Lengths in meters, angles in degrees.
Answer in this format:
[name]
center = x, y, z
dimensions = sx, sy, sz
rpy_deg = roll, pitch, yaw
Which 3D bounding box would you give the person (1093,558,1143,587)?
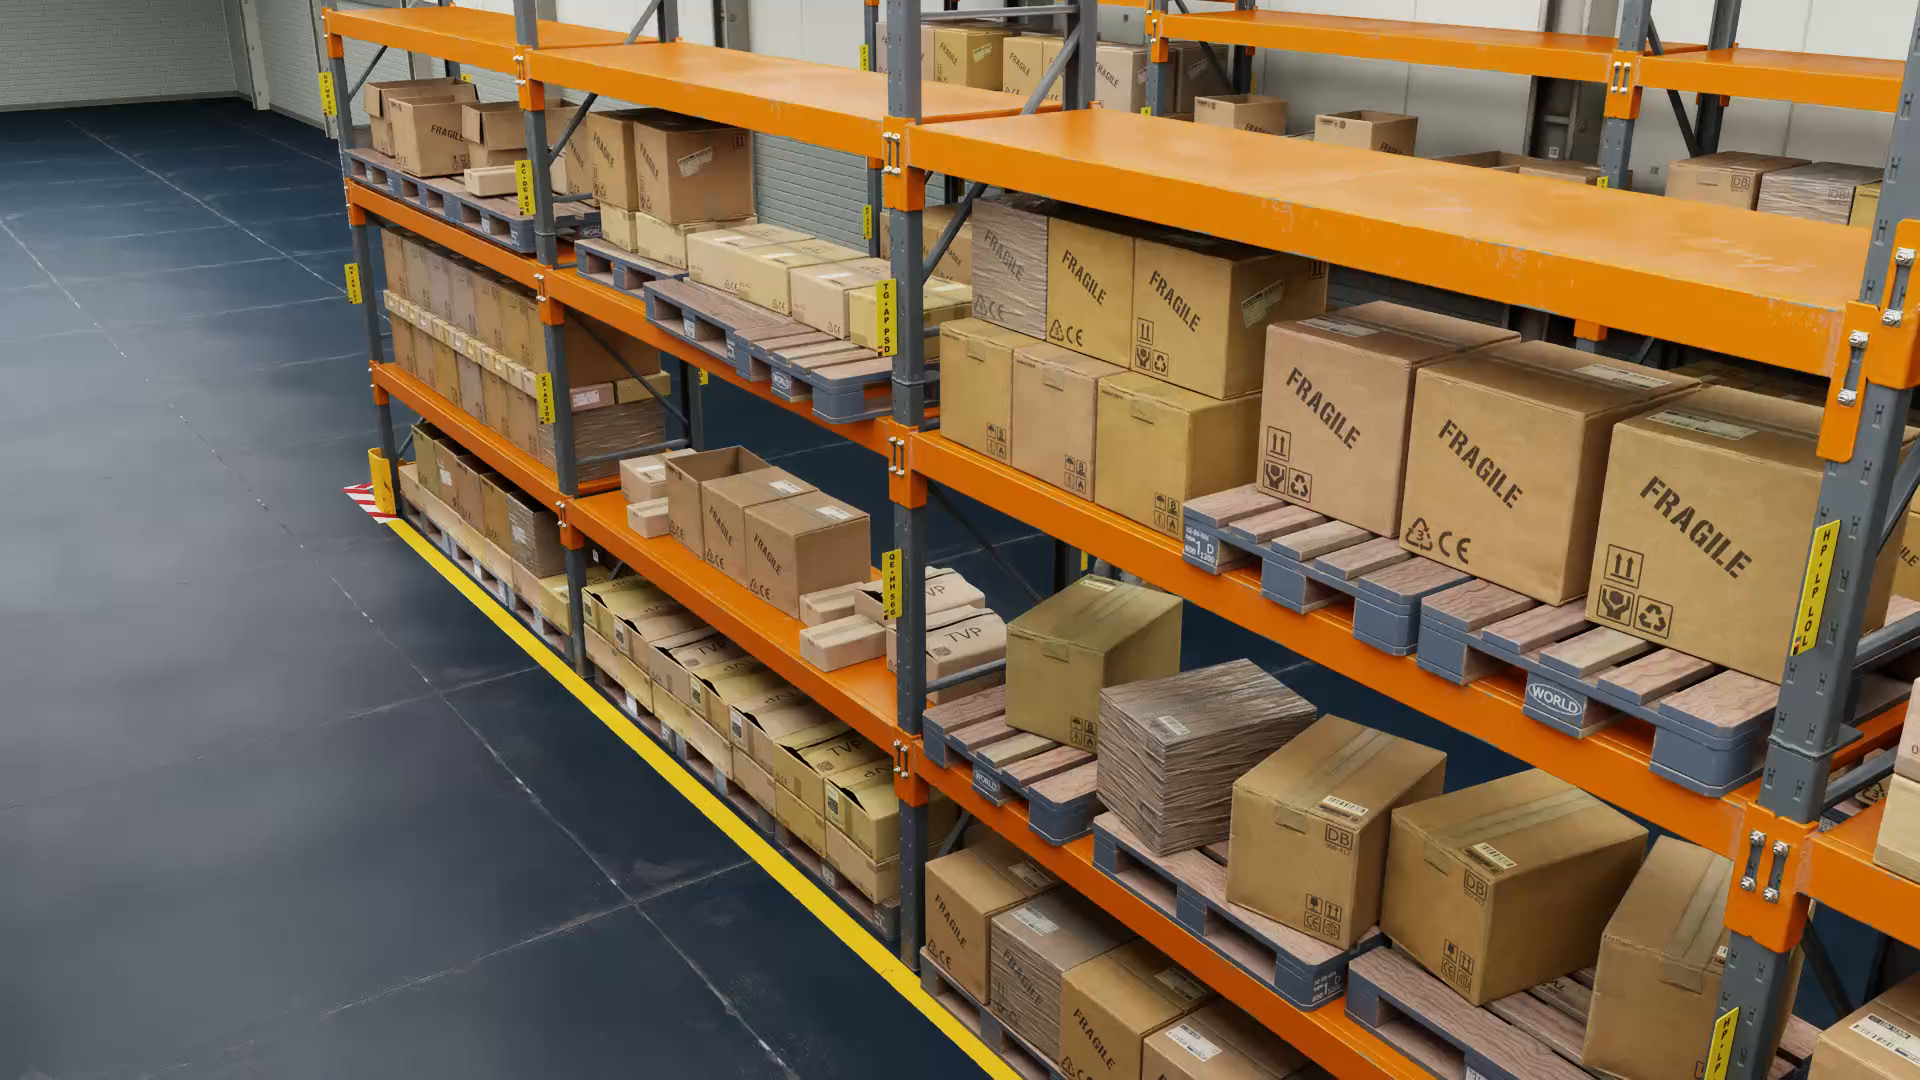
[person]
center = 1.168, -0.231, 11.958
dimensions = 0.468, 1.665, 0.554
rpy_deg = -16, 27, -36
